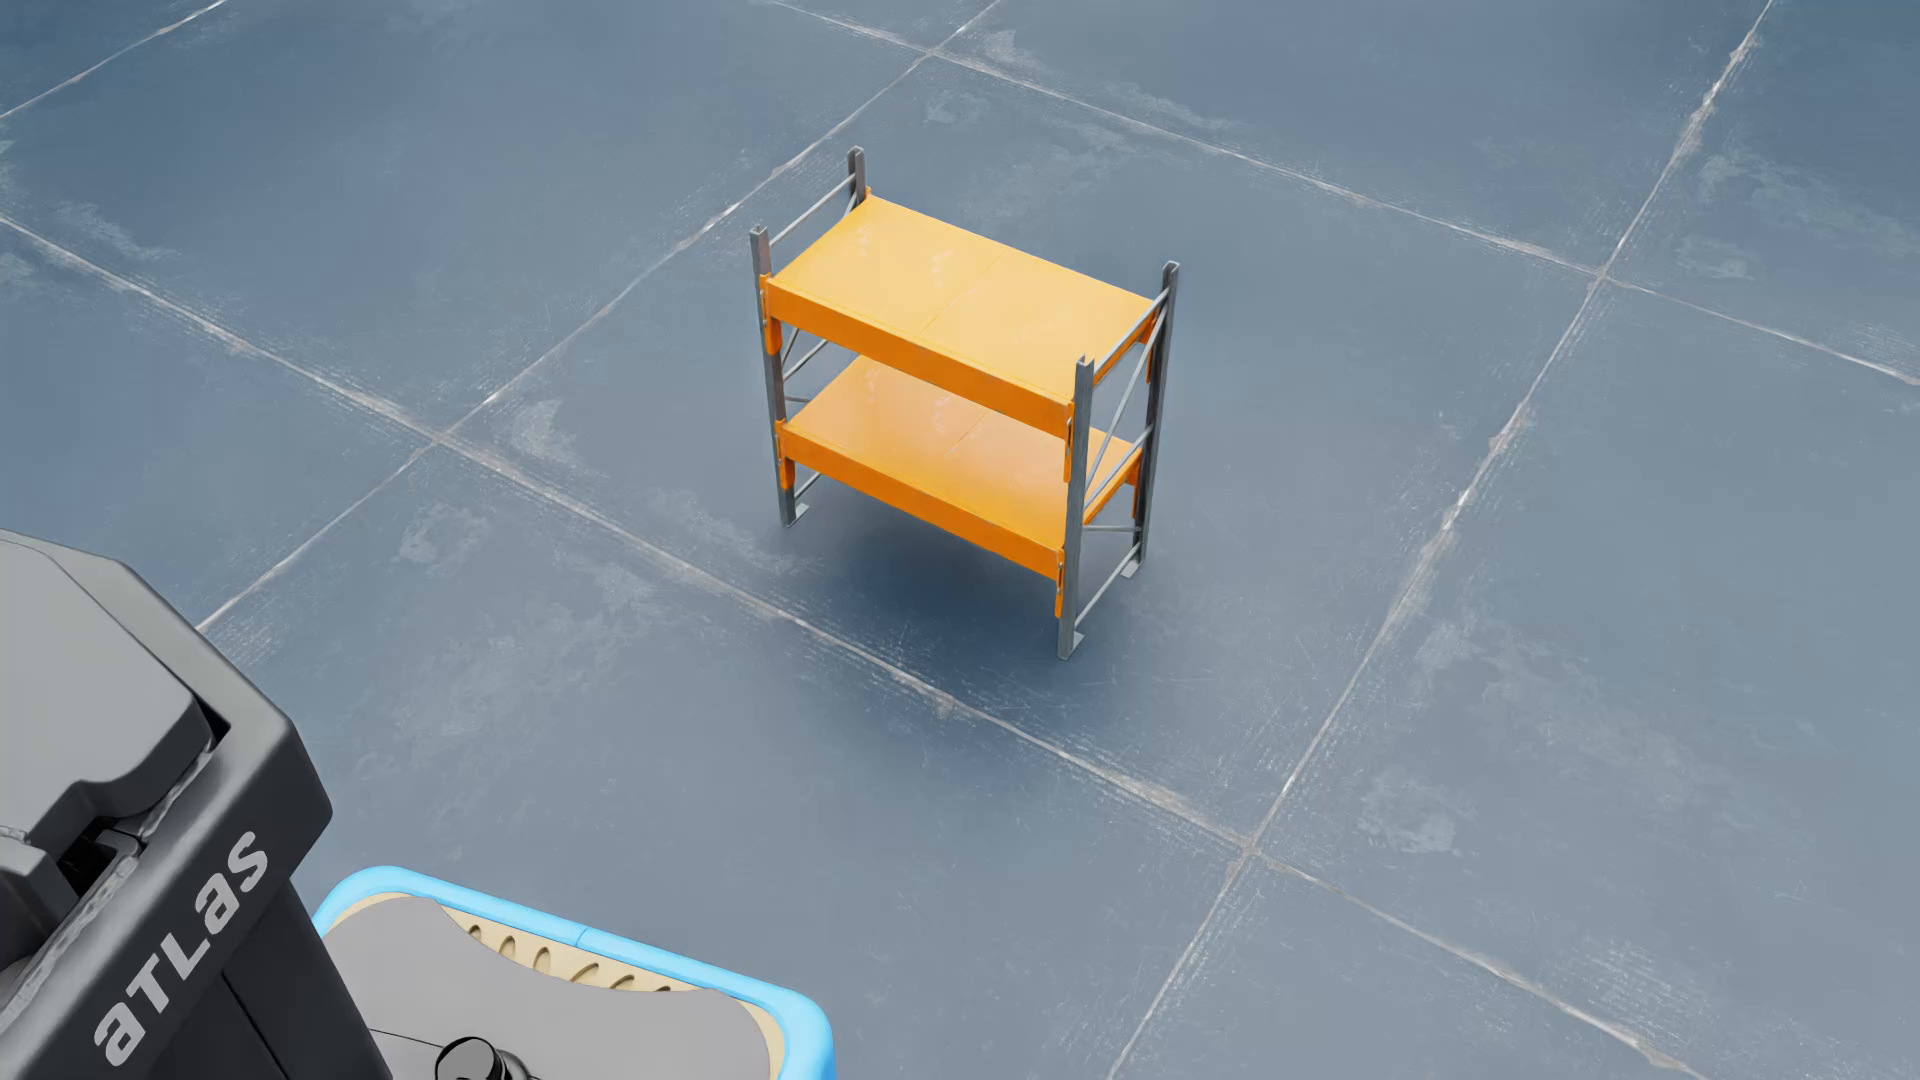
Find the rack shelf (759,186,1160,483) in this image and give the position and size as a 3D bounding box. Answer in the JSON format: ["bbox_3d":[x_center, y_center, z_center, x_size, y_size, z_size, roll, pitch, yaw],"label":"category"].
[{"bbox_3d":[0.006,-0.593,4.634,1.000,0.278,0.538,25,51,22],"label":"rack shelf"}]

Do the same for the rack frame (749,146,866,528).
[{"bbox_3d":[-0.422,-0.586,5.035,0.032,1.125,0.500,25,51,22],"label":"rack frame"}]

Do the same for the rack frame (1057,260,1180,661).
[{"bbox_3d":[0.434,-0.193,4.653,0.032,1.125,0.500,25,51,22],"label":"rack frame"}]

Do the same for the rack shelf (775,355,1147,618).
[{"bbox_3d":[0.006,-0.219,5.019,1.000,0.278,0.538,25,51,22],"label":"rack shelf"}]

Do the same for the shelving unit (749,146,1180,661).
[{"bbox_3d":[0.006,-0.389,4.844,1.048,1.125,0.538,25,51,22],"label":"shelving unit"}]

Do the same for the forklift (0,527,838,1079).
[{"bbox_3d":[-1.166,1.444,1.803,1.130,2.935,3.031,14,47,13],"label":"forklift"}]
